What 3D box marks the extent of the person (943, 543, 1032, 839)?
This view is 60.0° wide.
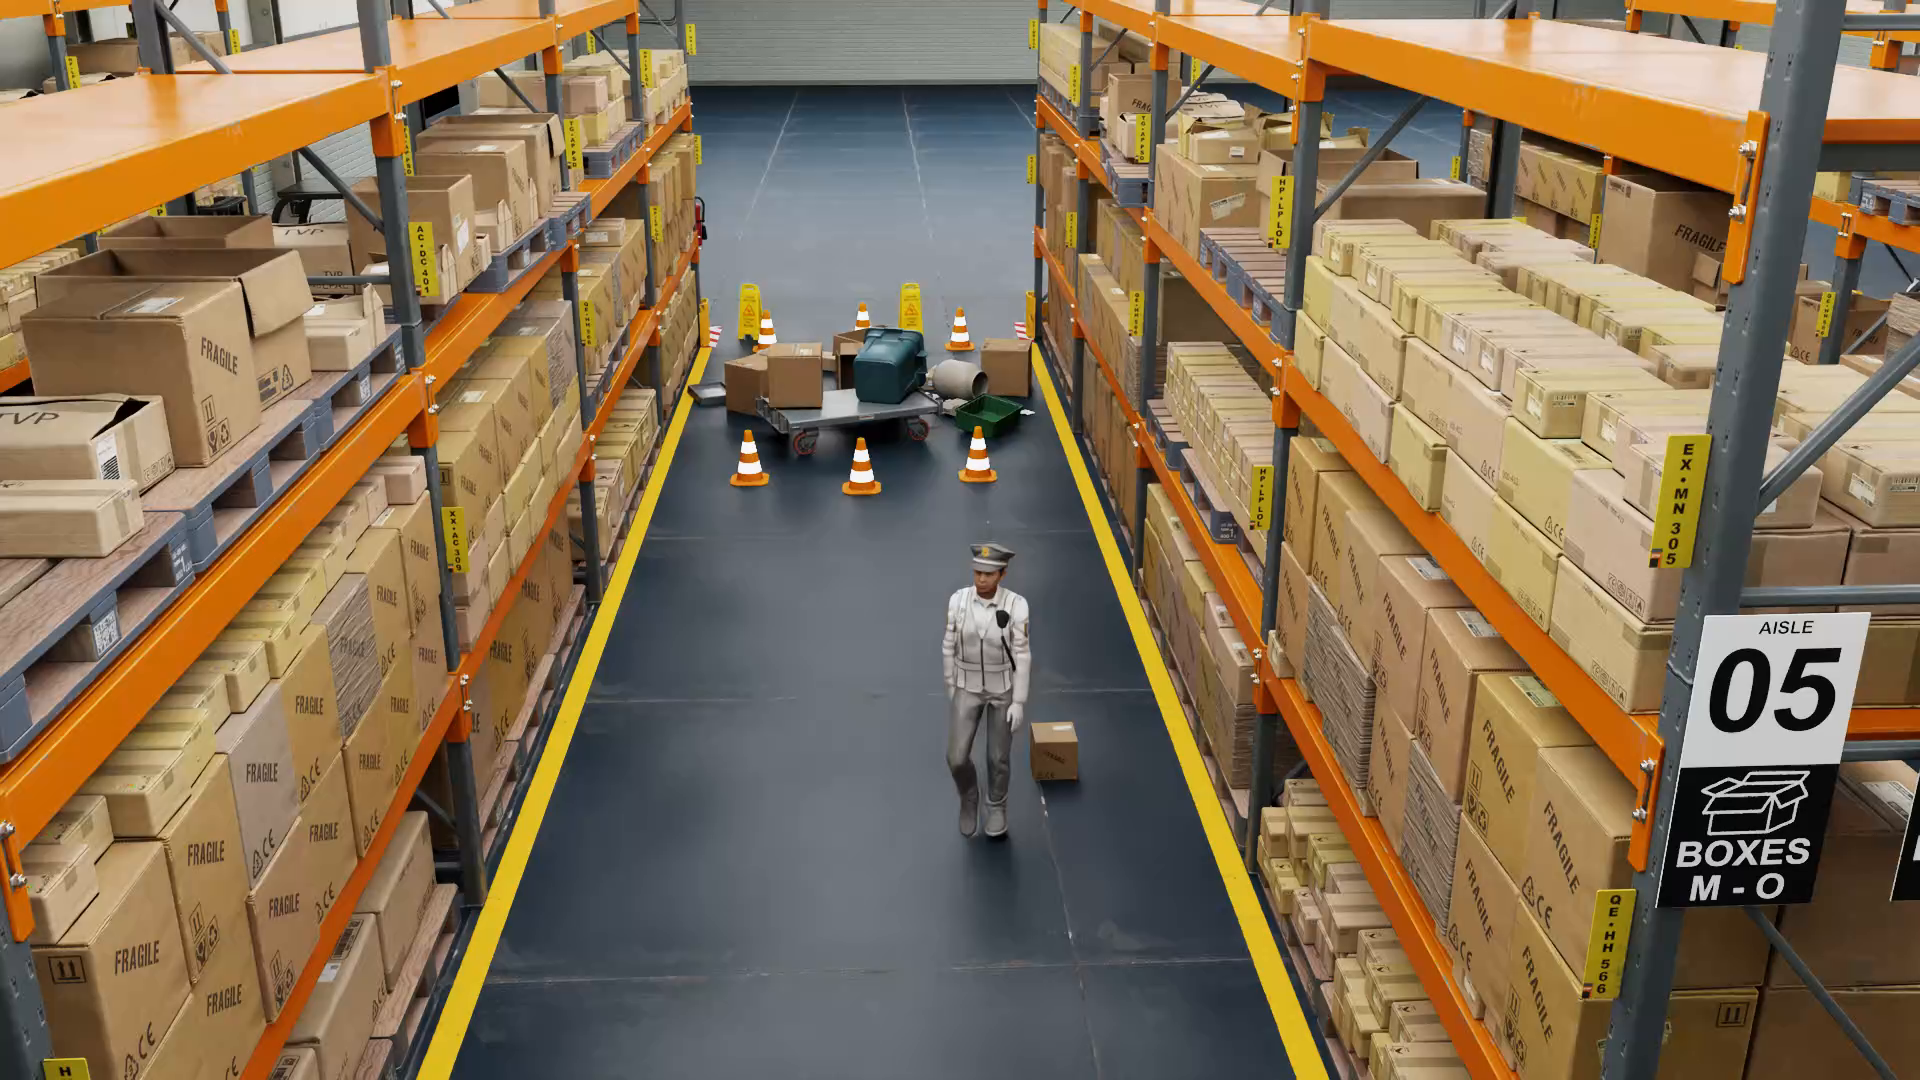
[{"bbox_3d":[0.132,0.824,8.815,0.493,1.715,0.427,3,21,9],"label":"person"}]
